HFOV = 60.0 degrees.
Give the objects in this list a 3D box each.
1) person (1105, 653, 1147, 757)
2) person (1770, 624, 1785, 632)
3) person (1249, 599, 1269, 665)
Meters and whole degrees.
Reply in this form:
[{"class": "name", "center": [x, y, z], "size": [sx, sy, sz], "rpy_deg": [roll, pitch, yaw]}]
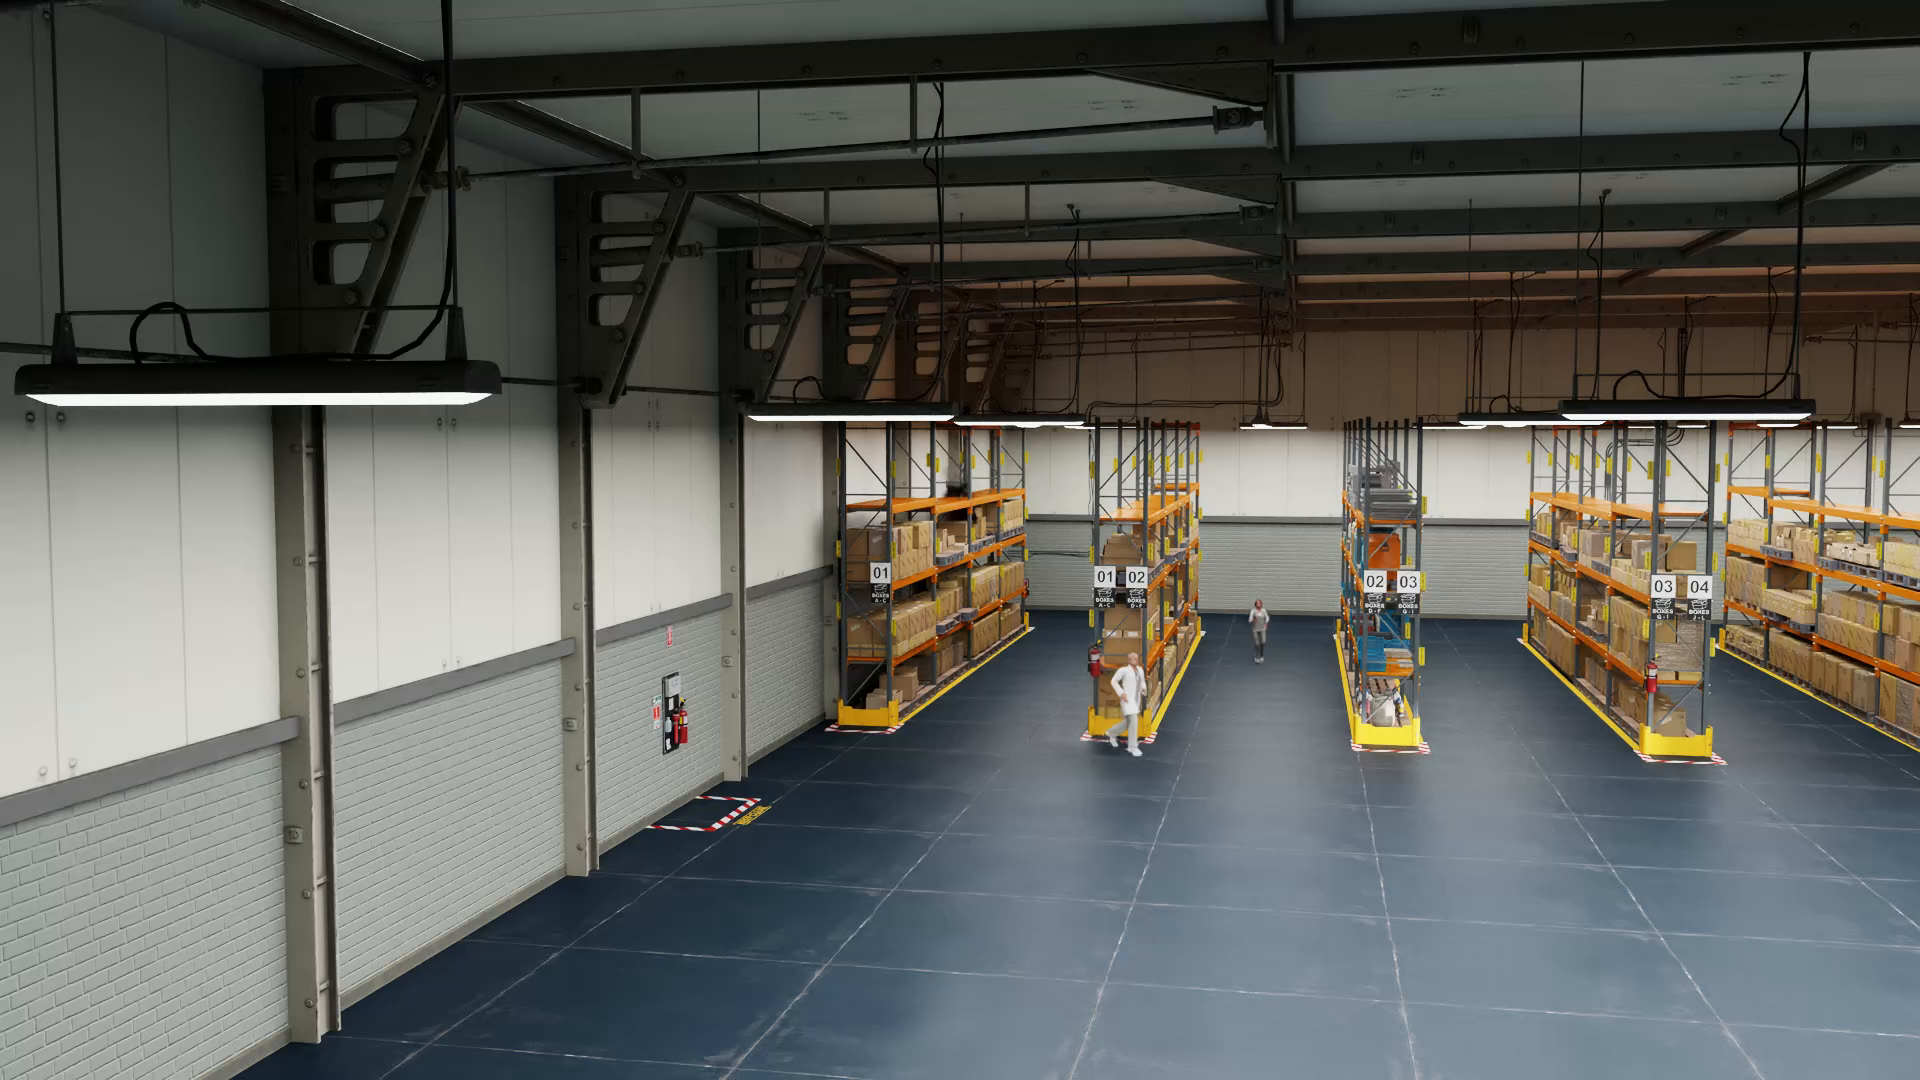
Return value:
[{"class": "person", "center": [3.008, 2.903, 29.749], "size": [0.716, 1.804, 0.929], "rpy_deg": [-4, 5, -44]}, {"class": "person", "center": [22.012, 1.992, 44.999], "size": [0.781, 1.645, 0.609], "rpy_deg": [-3, 5, -37]}, {"class": "person", "center": [7.381, 2.265, 41.018], "size": [0.517, 1.608, 0.634], "rpy_deg": [0, 4, 3]}]
